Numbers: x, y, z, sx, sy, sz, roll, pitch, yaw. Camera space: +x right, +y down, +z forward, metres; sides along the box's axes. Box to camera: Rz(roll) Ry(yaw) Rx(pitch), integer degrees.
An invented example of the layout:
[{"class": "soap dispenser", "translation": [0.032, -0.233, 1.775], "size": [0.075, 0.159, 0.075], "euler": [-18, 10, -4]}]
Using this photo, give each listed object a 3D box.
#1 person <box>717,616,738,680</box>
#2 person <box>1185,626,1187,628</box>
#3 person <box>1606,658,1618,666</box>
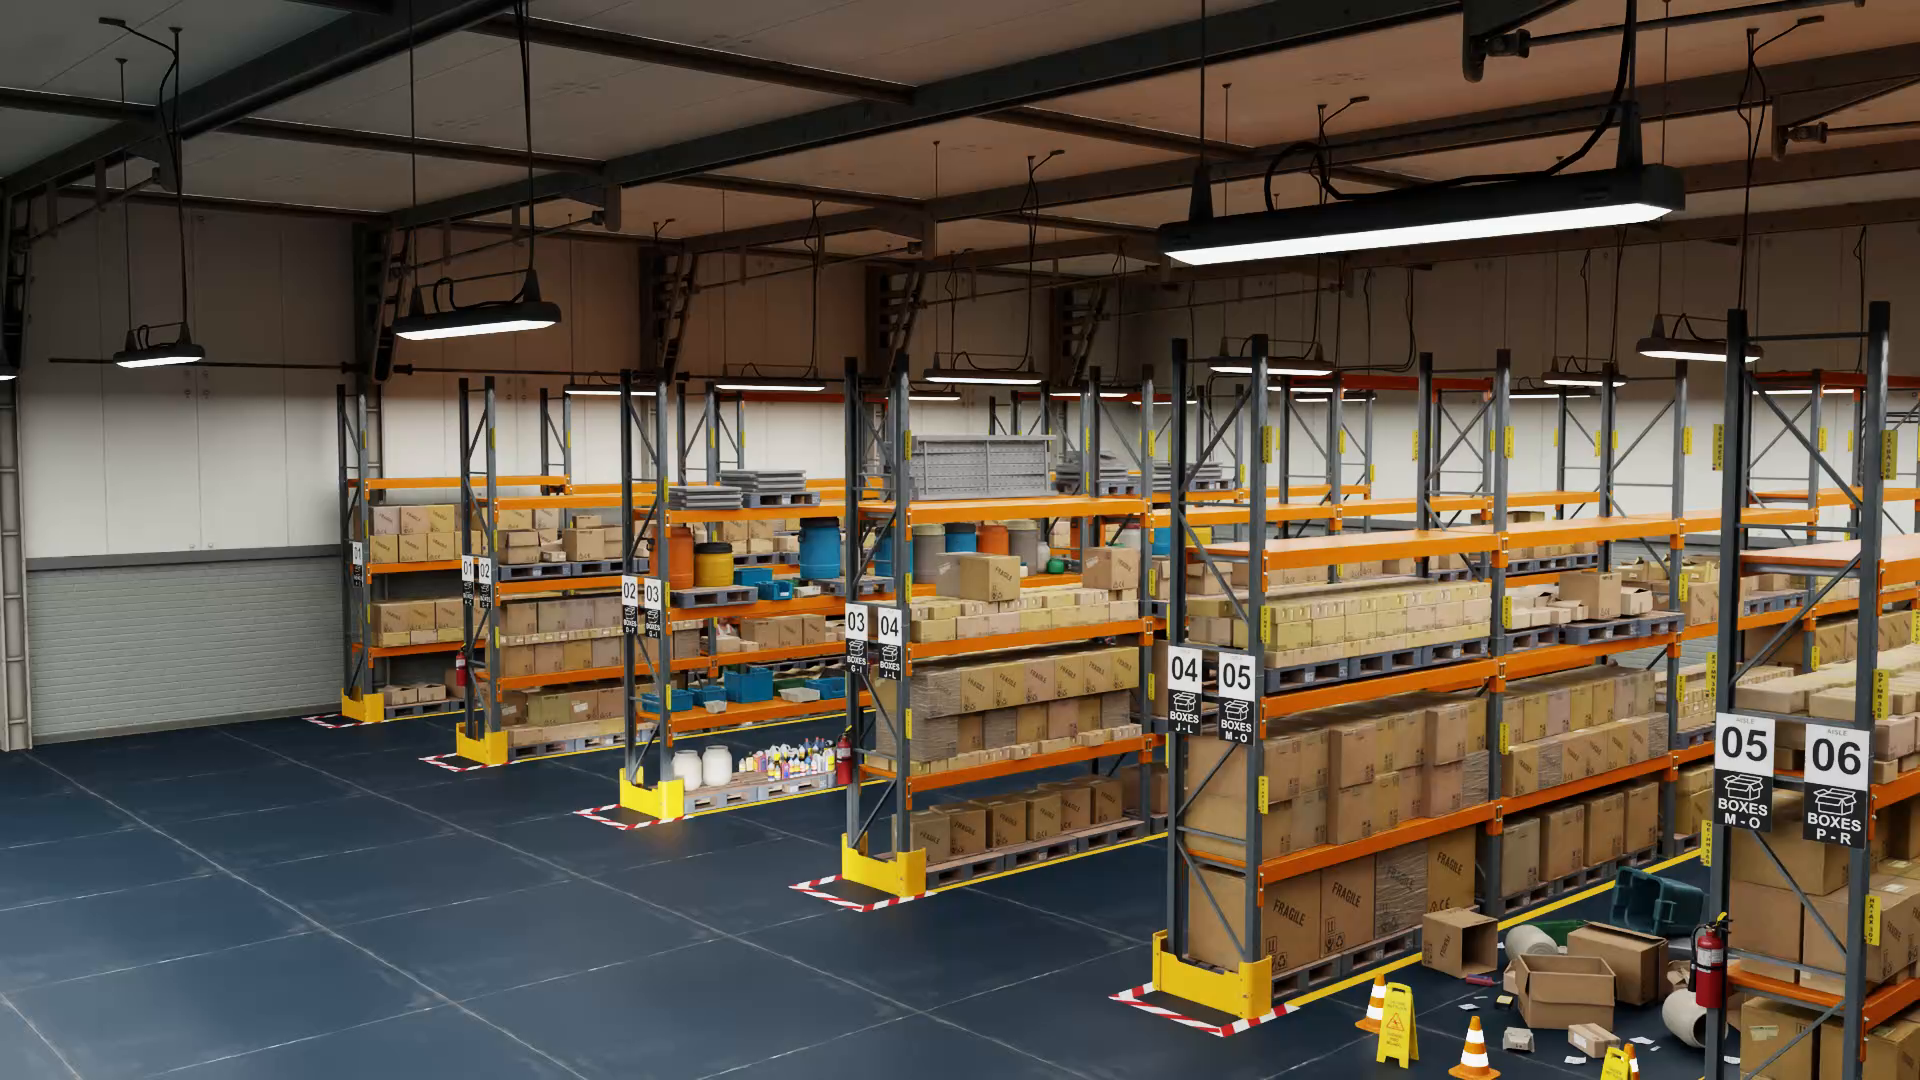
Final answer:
[{"class": "person", "translation": [-4.477, 2.222, 31.338], "size": [0.610, 1.806, 0.403], "euler": [-2, 4, -32]}, {"class": "person", "translation": [5.124, 1.820, 38.421], "size": [1.035, 1.645, 0.484], "euler": [-2, 4, -28]}, {"class": "person", "translation": [10.133, 2.638, 25.808], "size": [1.028, 1.590, 0.524], "euler": [-3, 5, -42]}]
